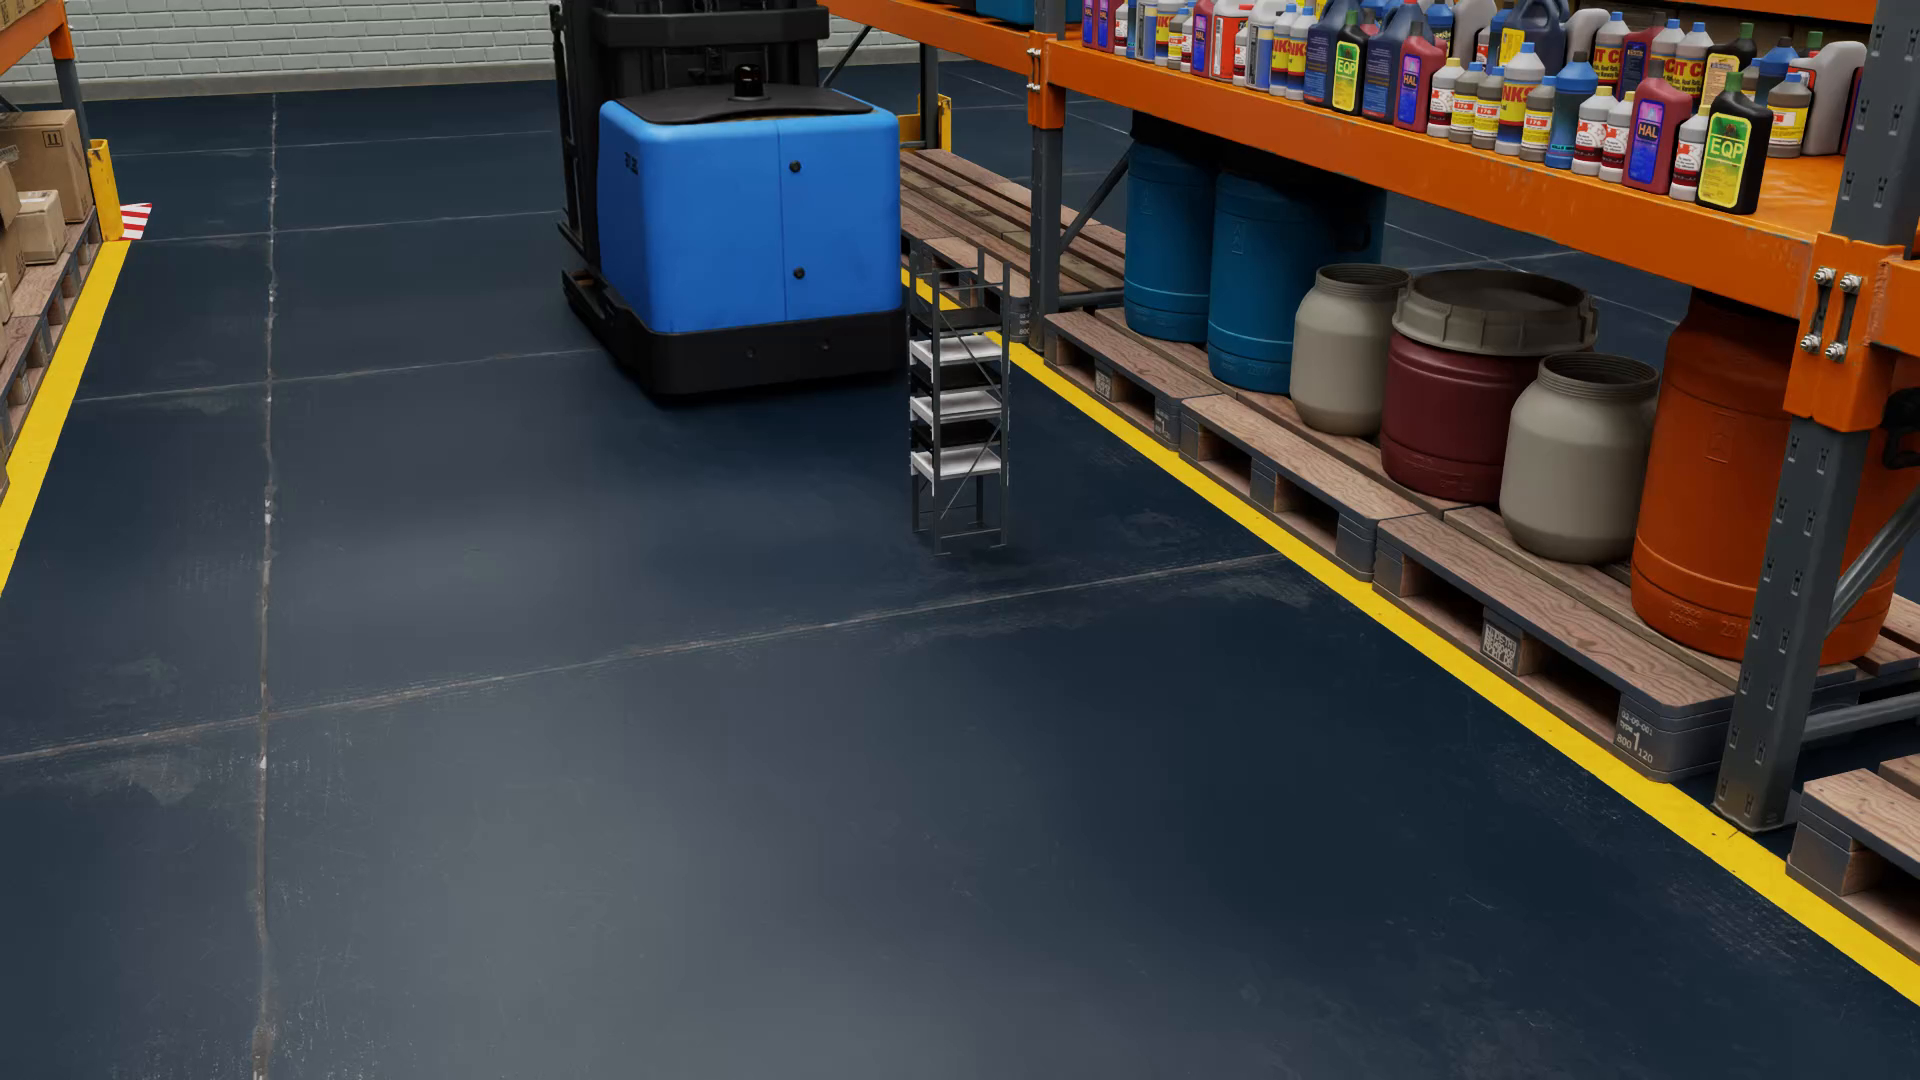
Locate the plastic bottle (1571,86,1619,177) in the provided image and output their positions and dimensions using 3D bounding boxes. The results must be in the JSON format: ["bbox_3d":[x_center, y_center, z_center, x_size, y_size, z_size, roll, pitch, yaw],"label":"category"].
[{"bbox_3d":[1.518,-0.974,3.955,0.097,0.201,0.097,0,23,0],"label":"plastic bottle"}]

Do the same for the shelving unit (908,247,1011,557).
[{"bbox_3d":[-0.003,-0.418,5.082,0.258,0.900,0.210,-8,24,-19],"label":"shelving unit"}]

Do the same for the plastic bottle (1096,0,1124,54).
[{"bbox_3d":[0.564,-1.973,6.219,0.061,0.283,0.133,-8,24,-19],"label":"plastic bottle"}]

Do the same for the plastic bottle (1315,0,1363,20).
[{"bbox_3d":[1.348,-1.868,5.884,0.144,0.351,0.185,-8,24,-19],"label":"plastic bottle"}]

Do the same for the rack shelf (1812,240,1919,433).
[{"bbox_3d":[2.906,0.245,1.733,1.077,0.370,4.000,-8,24,-19],"label":"rack shelf"}]

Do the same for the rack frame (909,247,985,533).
[{"bbox_3d":[-0.039,-0.455,5.170,0.240,0.900,0.006,-8,24,-19],"label":"rack frame"}]

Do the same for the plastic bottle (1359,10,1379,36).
[{"bbox_3d":[1.198,-1.387,4.830,0.061,0.283,0.133,-8,24,-19],"label":"plastic bottle"}]

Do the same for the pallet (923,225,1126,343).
[{"bbox_3d":[0.490,-1.244,7.929,1.003,0.211,1.213,-8,24,-19],"label":"pallet"}]

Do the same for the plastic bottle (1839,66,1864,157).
[{"bbox_3d":[2.276,-1.087,4.117,0.061,0.283,0.133,-8,24,-19],"label":"plastic bottle"}]

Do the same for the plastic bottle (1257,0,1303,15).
[{"bbox_3d":[1.063,-1.674,5.519,0.152,0.276,0.135,-8,24,-19],"label":"plastic bottle"}]

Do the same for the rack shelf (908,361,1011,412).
[{"bbox_3d":[-0.003,-0.470,5.060,0.258,0.077,0.200,-8,24,-19],"label":"rack shelf"}]

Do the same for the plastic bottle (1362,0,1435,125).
[{"bbox_3d":[1.236,-1.358,4.673,0.144,0.351,0.185,-8,24,-19],"label":"plastic bottle"}]

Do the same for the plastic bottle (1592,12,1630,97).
[{"bbox_3d":[1.926,-1.421,4.926,0.097,0.271,0.097,0,23,0],"label":"plastic bottle"}]

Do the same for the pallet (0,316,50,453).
[{"bbox_3d":[-4.091,-0.553,6.291,1.003,0.211,1.213,-8,24,-19],"label":"pallet"}]

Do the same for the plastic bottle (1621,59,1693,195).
[{"bbox_3d":[1.576,-0.932,3.749,0.061,0.283,0.133,-8,24,-19],"label":"plastic bottle"}]

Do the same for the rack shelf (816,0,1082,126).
[{"bbox_3d":[0.080,-2.662,8.630,1.077,0.370,4.000,-8,24,-19],"label":"rack shelf"}]

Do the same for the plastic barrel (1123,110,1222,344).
[{"bbox_3d":[0.963,-1.293,6.618,0.600,0.901,0.708,-8,24,-19],"label":"plastic barrel"}]

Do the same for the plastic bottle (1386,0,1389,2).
[{"bbox_3d":[1.535,-1.795,5.806,0.152,0.276,0.135,-8,24,-19],"label":"plastic bottle"}]

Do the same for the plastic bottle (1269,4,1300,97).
[{"bbox_3d":[1.018,-1.520,5.161,0.097,0.271,0.097,0,23,0],"label":"plastic bottle"}]

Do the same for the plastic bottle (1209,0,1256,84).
[{"bbox_3d":[0.921,-1.653,5.469,0.152,0.276,0.135,-8,24,-19],"label":"plastic bottle"}]

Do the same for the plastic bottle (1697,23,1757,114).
[{"bbox_3d":[2.099,-1.268,4.547,0.061,0.283,0.133,-8,24,-19],"label":"plastic bottle"}]

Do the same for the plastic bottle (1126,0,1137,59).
[{"bbox_3d":[0.656,-1.893,6.044,0.097,0.271,0.097,0,23,0],"label":"plastic bottle"}]

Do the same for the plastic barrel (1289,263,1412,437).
[{"bbox_3d":[1.329,-0.639,5.567,0.421,0.512,0.421,0,23,0],"label":"plastic barrel"}]

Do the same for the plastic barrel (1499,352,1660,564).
[{"bbox_3d":[1.728,-0.229,4.593,0.421,0.512,0.421,0,23,0],"label":"plastic barrel"}]

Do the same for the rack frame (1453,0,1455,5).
[{"bbox_3d":[4.007,-4.400,11.827,1.000,3.000,0.127,-8,24,-19],"label":"rack frame"}]

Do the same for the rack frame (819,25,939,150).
[{"bbox_3d":[-0.627,-3.720,10.215,1.000,3.000,0.127,-8,24,-19],"label":"rack frame"}]

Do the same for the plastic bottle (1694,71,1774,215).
[{"bbox_3d":[1.657,-0.848,3.550,0.061,0.283,0.133,-8,24,-19],"label":"plastic bottle"}]

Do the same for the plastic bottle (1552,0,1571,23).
[{"bbox_3d":[1.806,-1.555,5.140,0.144,0.351,0.185,-8,24,-19],"label":"plastic bottle"}]

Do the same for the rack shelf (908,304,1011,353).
[{"bbox_3d":[-0.003,-0.636,4.990,0.258,0.077,0.200,-8,24,-19],"label":"rack shelf"}]

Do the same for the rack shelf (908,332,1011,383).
[{"bbox_3d":[-0.003,-0.553,5.025,0.258,0.077,0.200,-8,24,-19],"label":"rack shelf"}]

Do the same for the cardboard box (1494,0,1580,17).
[{"bbox_3d":[4.308,-3.393,11.632,0.875,0.875,0.875,-8,24,-19],"label":"cardboard box"}]

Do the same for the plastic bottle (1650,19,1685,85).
[{"bbox_3d":[2.007,-1.337,4.727,0.097,0.271,0.097,0,23,0],"label":"plastic bottle"}]

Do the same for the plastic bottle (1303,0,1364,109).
[{"bbox_3d":[1.124,-1.474,4.948,0.144,0.351,0.185,-8,24,-19],"label":"plastic bottle"}]

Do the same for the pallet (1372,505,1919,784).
[{"bbox_3d":[1.882,0.191,4.526,1.003,0.211,1.213,-8,24,-19],"label":"pallet"}]

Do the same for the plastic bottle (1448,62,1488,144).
[{"bbox_3d":[1.346,-1.151,4.374,0.097,0.201,0.097,0,23,0],"label":"plastic bottle"}]

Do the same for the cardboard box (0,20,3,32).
[{"bbox_3d":[-4.133,-2.225,6.538,0.500,0.500,0.500,-8,24,-19],"label":"cardboard box"}]

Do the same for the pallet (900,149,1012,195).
[{"bbox_3d":[-0.372,-2.130,10.033,1.003,0.211,1.213,-8,24,-19],"label":"pallet"}]

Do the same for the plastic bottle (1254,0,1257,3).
[{"bbox_3d":[1.118,-2.053,6.514,0.097,0.201,0.097,0,23,0],"label":"plastic bottle"}]

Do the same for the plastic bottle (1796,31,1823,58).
[{"bbox_3d":[2.181,-1.184,4.348,0.061,0.283,0.133,-8,24,-19],"label":"plastic bottle"}]

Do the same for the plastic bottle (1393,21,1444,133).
[{"bbox_3d":[1.254,-1.263,4.536,0.061,0.283,0.133,-8,24,-19],"label":"plastic bottle"}]

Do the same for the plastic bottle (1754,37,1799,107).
[{"bbox_3d":[2.113,-1.161,4.309,0.097,0.271,0.097,0,23,0],"label":"plastic bottle"}]

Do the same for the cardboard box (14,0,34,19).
[{"bbox_3d":[-4.491,-2.593,7.410,0.500,0.500,0.500,-8,24,-19],"label":"cardboard box"}]

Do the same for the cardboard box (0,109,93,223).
[{"bbox_3d":[-4.839,-1.929,8.617,0.500,0.500,0.500,-8,24,-19],"label":"cardboard box"}]

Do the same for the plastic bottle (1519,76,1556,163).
[{"bbox_3d":[1.449,-1.045,4.122,0.097,0.201,0.097,0,23,0],"label":"plastic bottle"}]

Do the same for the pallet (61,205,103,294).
[{"bbox_3d":[-4.953,-1.440,8.394,1.003,0.211,1.213,-8,24,-19],"label":"pallet"}]

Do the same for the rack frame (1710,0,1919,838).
[{"bbox_3d":[2.199,-0.813,3.318,1.000,3.000,0.127,-8,24,-19],"label":"rack frame"}]

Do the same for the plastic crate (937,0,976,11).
[{"bbox_3d":[0.140,-2.538,7.685,0.437,0.125,0.590,-8,24,-19],"label":"plastic crate"}]

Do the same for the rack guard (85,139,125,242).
[{"bbox_3d":[-5.235,-1.862,9.025,1.175,0.500,0.348,-8,24,-19],"label":"rack guard"}]

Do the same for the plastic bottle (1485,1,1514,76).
[{"bbox_3d":[1.721,-1.564,5.265,0.097,0.271,0.097,0,23,0],"label":"plastic bottle"}]

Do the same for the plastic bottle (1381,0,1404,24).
[{"bbox_3d":[1.473,-1.720,5.634,0.097,0.271,0.097,0,23,0],"label":"plastic bottle"}]

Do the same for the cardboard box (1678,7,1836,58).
[{"bbox_3d":[4.944,-2.739,10.081,0.875,0.875,0.875,-8,24,-19],"label":"cardboard box"}]

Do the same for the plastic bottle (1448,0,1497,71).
[{"bbox_3d":[1.665,-1.662,5.490,0.152,0.276,0.135,-8,24,-19],"label":"plastic bottle"}]

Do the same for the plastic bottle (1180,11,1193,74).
[{"bbox_3d":[0.807,-1.705,5.690,0.097,0.201,0.097,0,23,0],"label":"plastic bottle"}]

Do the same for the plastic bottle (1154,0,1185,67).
[{"bbox_3d":[0.738,-1.808,5.844,0.097,0.271,0.097,0,23,0],"label":"plastic bottle"}]

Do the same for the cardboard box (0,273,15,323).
[{"bbox_3d":[-4.110,-0.981,6.797,0.380,0.166,0.250,-8,24,-19],"label":"cardboard box"}]

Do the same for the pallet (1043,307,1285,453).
[{"bbox_3d":[1.020,-0.696,6.629,1.003,0.211,1.213,-8,24,-19],"label":"pallet"}]

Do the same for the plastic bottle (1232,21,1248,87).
[{"bbox_3d":[0.936,-1.573,5.375,0.097,0.201,0.097,0,23,0],"label":"plastic bottle"}]

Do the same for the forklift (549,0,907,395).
[{"bbox_3d":[-1.243,-2.451,7.292,1.130,2.935,3.031,-9,24,-20],"label":"forklift"}]
